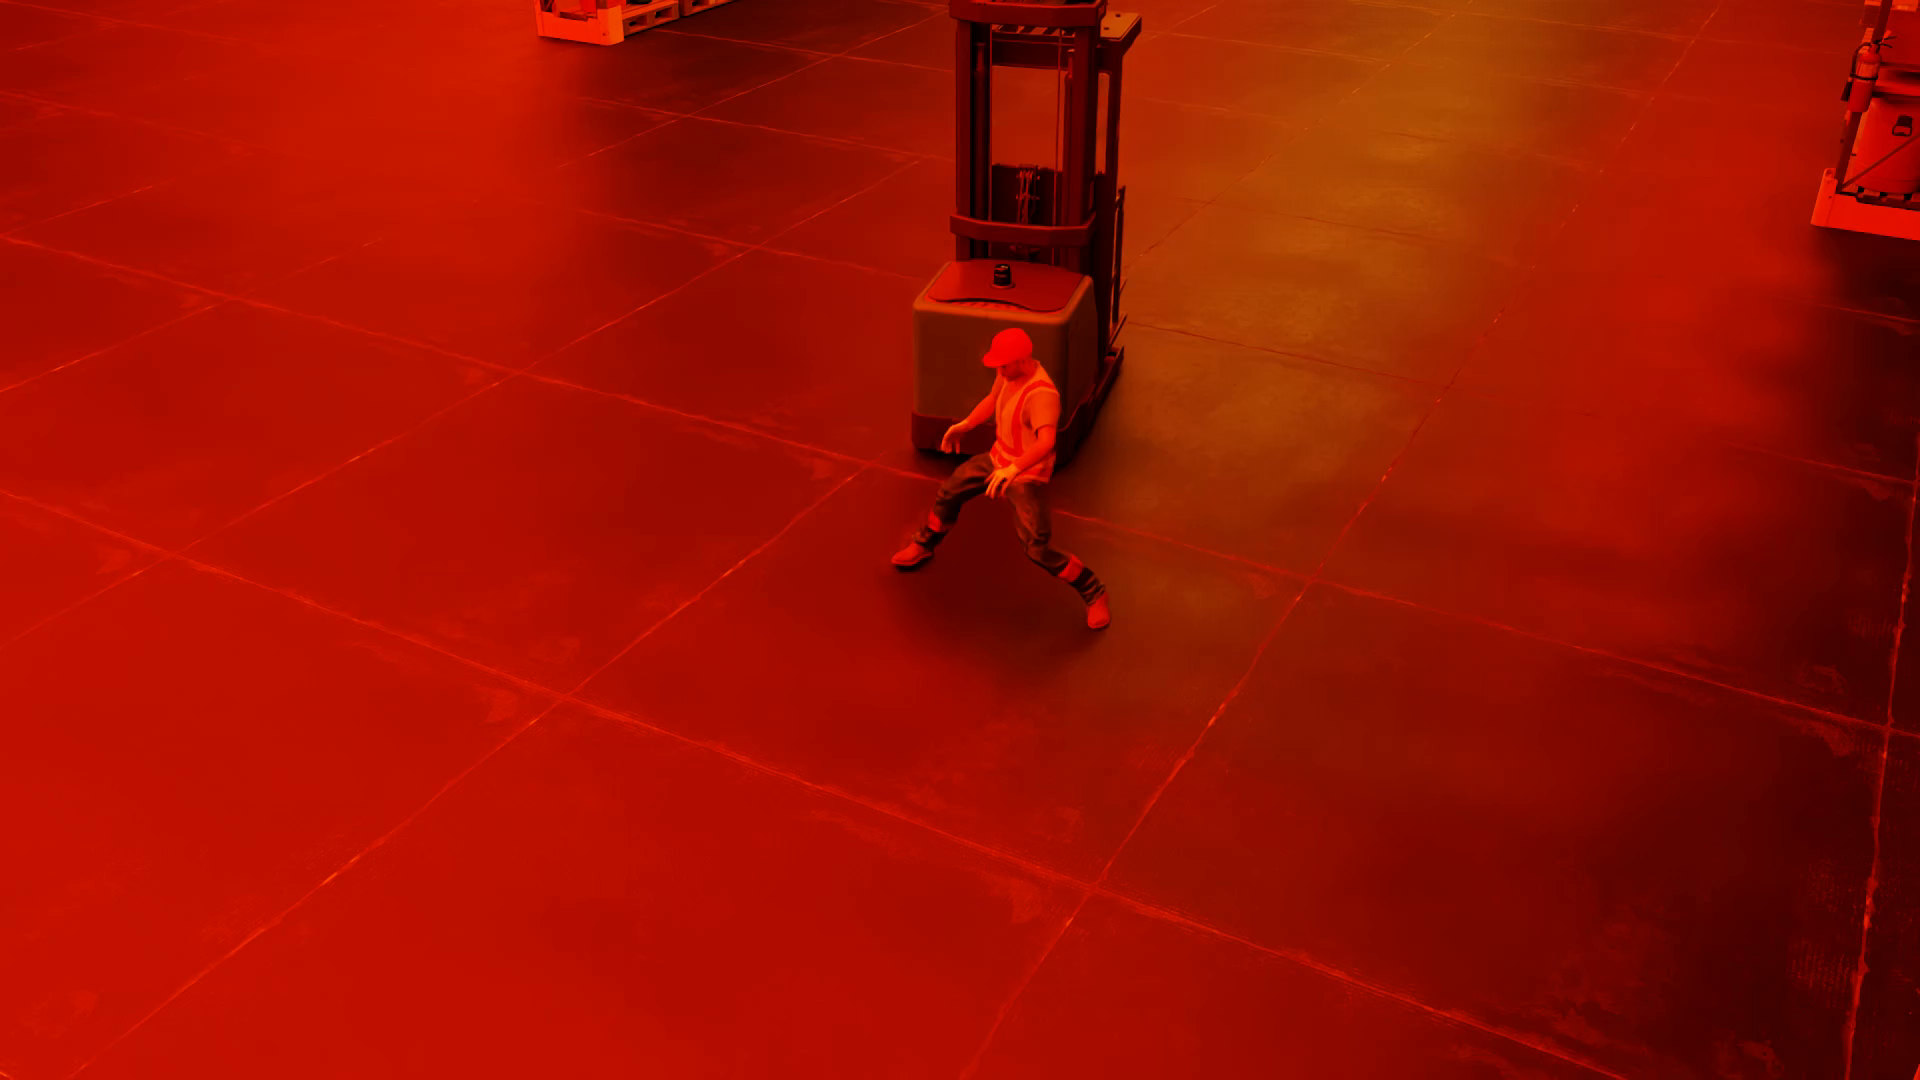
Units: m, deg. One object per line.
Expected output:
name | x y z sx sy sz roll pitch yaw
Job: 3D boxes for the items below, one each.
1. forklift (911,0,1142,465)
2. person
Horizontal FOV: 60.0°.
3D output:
forklift | 0.575 -2.477 11.362 1.130 2.935 3.031 8 31 14
person | 0.235 -0.386 9.100 1.003 1.591 1.157 -11 32 -19
